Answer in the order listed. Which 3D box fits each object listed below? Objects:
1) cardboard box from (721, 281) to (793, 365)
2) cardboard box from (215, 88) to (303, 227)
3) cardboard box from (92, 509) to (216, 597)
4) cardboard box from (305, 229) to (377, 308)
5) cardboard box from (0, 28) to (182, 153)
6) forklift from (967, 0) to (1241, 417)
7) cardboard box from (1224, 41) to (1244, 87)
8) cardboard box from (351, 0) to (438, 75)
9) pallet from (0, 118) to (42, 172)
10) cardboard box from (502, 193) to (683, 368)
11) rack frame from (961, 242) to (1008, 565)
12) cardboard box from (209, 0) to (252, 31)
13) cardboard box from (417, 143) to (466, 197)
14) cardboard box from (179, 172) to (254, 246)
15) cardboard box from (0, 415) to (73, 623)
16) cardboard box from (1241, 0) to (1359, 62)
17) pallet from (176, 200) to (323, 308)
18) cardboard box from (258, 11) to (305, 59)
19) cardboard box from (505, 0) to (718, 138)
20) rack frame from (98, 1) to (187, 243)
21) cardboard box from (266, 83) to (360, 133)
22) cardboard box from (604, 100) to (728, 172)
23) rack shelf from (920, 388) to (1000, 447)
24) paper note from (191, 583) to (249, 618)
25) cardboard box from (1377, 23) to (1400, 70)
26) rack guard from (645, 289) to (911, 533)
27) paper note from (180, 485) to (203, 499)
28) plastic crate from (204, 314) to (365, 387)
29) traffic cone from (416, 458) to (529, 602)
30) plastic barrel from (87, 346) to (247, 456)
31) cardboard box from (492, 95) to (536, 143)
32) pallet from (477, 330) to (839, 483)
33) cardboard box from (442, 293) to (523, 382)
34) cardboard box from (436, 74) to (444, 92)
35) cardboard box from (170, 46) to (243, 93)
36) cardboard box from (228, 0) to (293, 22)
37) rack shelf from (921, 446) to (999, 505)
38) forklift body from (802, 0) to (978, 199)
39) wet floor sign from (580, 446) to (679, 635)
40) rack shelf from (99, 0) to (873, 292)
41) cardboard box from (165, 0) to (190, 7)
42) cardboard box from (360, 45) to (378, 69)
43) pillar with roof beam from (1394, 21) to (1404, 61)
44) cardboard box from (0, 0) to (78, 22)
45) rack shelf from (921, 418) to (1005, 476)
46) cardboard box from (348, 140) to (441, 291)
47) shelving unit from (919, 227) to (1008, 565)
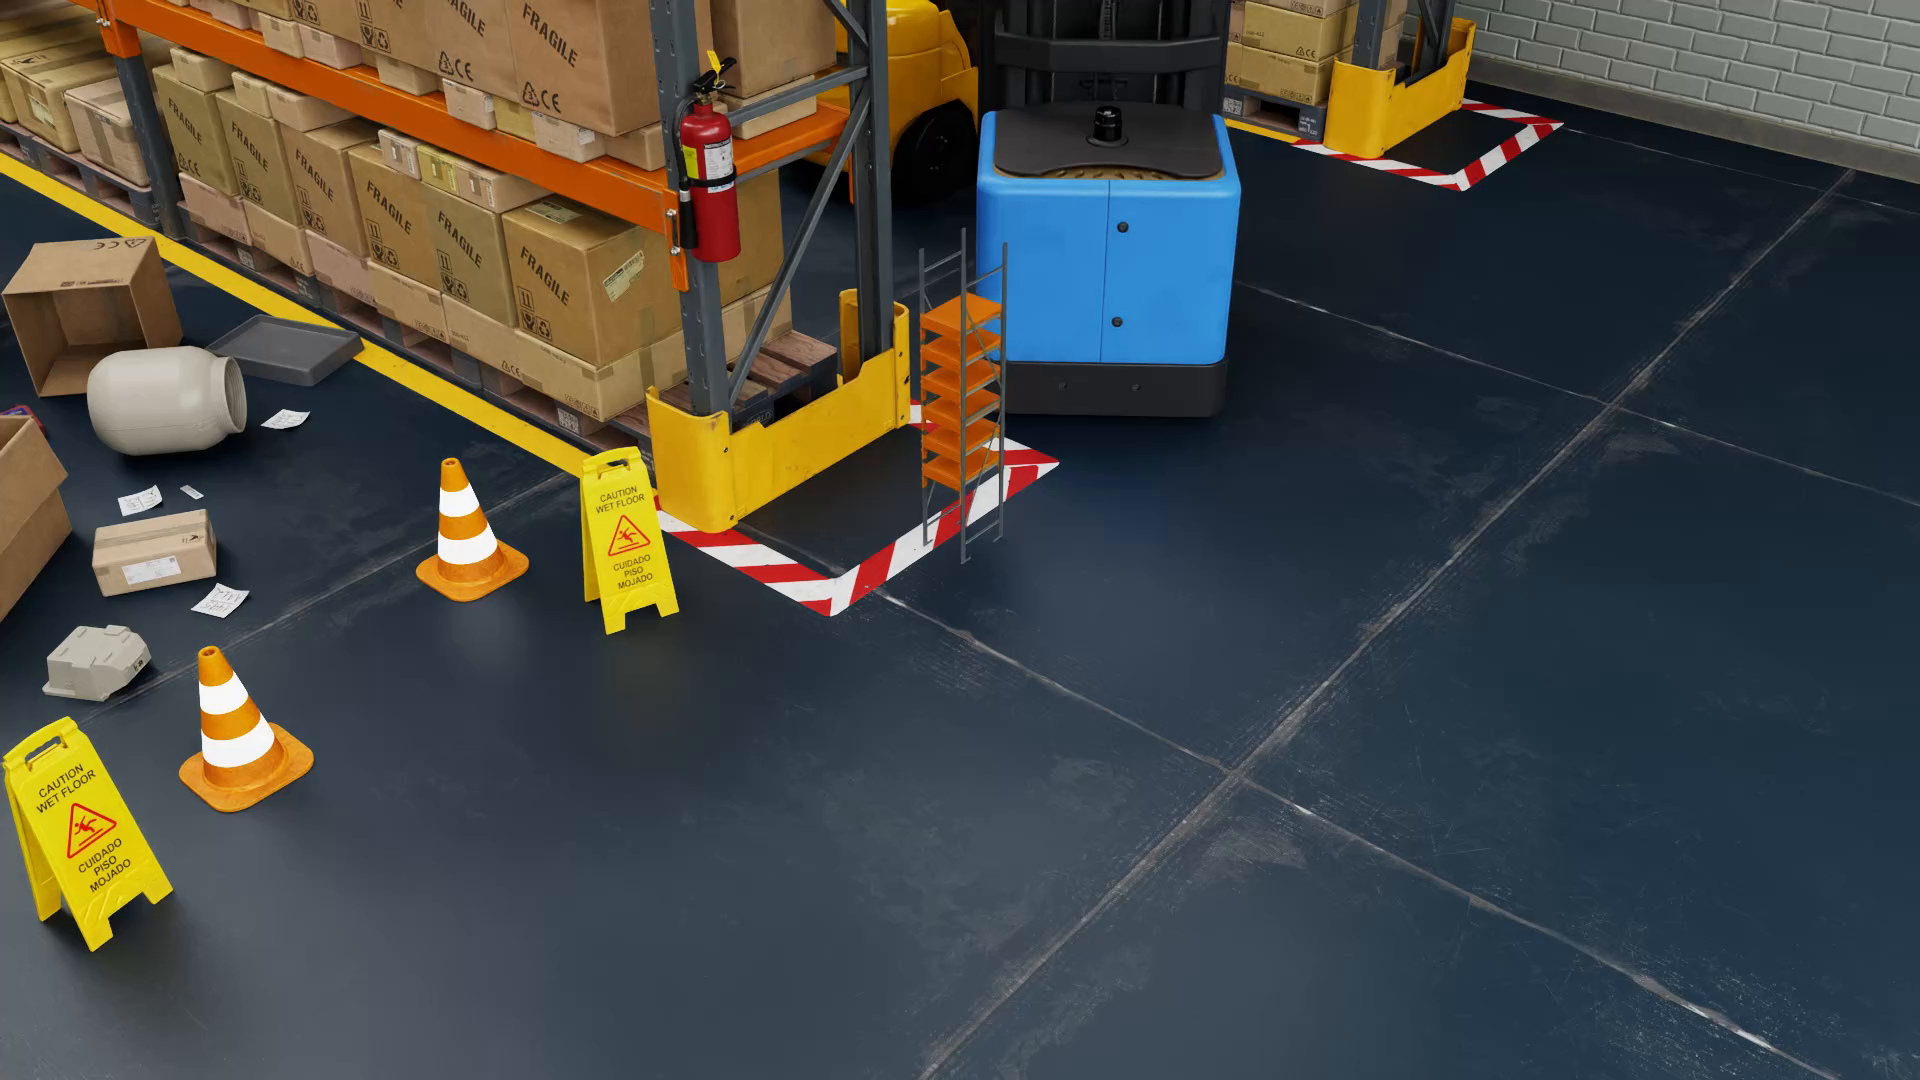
[{"bbox_3d":[-1.071,-0.987,7.096,0.500,0.250,0.500,25,42,31],"label":"cardboard box"},{"bbox_3d":[-3.003,-1.813,7.635,0.500,0.500,0.500,27,43,34],"label":"cardboard box"},{"bbox_3d":[-2.927,0.045,6.054,0.380,0.149,0.250,-12,36,-17],"label":"cardboard box"},{"bbox_3d":[-2.595,-1.313,7.570,0.500,0.250,0.500,25,41,31],"label":"cardboard box"},{"bbox_3d":[-4.662,-2.521,9.222,0.625,0.372,0.950,28,43,34],"label":"cardboard box"},{"bbox_3d":[0.631,-2.520,7.330,1.130,2.935,3.031,1,35,2],"label":"forklift"},{"bbox_3d":[1.606,-2.952,9.957,0.500,0.250,0.500,25,42,32],"label":"cardboard box"},{"bbox_3d":[-1.986,-2.142,6.368,0.500,0.500,0.500,25,42,32],"label":"cardboard box"},{"bbox_3d":[-5.243,-2.557,9.787,1.213,0.211,1.003,25,42,32],"label":"pallet"},{"bbox_3d":[-1.411,-1.060,6.540,0.500,0.500,0.500,26,42,32],"label":"cardboard box"},{"bbox_3d":[0.082,-0.456,5.854,0.006,1.200,0.240,25,42,32],"label":"rack frame"},{"bbox_3d":[-3.047,-2.370,7.273,0.250,0.149,0.380,27,43,33],"label":"cardboard box"},{"bbox_3d":[-1.927,-1.524,6.642,0.250,0.149,0.380,26,42,33],"label":"cardboard box"},{"bbox_3d":[-3.422,-1.692,8.122,0.500,0.250,0.500,23,41,30],"label":"cardboard box"},{"bbox_3d":[-3.598,-0.041,5.865,0.637,0.503,0.797,0,34,0],"label":"cardboard box"},{"bbox_3d":[1.971,-2.982,9.559,0.500,0.250,0.500,25,41,31],"label":"cardboard box"},{"bbox_3d":[-3.163,-1.606,8.403,1.213,0.211,1.003,25,42,32],"label":"pallet"},{"bbox_3d":[-2.688,-2.159,6.966,0.250,0.149,0.380,25,42,32],"label":"cardboard box"},{"bbox_3d":[-1.222,-1.775,5.835,0.500,0.500,0.500,24,41,31],"label":"cardboard box"},{"bbox_3d":[-3.702,-2.984,7.945,0.127,3.000,1.000,25,42,32],"label":"rack frame"},{"bbox_3d":[-2.759,-1.916,7.212,0.250,0.149,0.380,28,43,34],"label":"cardboard box"},{"bbox_3d":[-1.052,-1.474,5.968,0.250,0.149,0.380,27,43,33],"label":"cardboard box"},{"bbox_3d":[0.011,-0.453,5.928,0.180,0.103,0.258,25,42,32],"label":"rack shelf"},{"bbox_3d":[-2.628,0.213,5.913,0.142,0.019,0.148,12,36,16],"label":"paper note"},{"bbox_3d":[2.293,-2.998,10.024,0.500,0.250,0.500,25,42,32],"label":"cardboard box"},{"bbox_3d":[-0.687,-0.532,6.583,0.348,0.500,1.175,25,42,32],"label":"rack guard"},{"bbox_3d":[-3.010,-0.187,6.514,0.123,0.001,0.032,25,42,32],"label":"paper note"},{"bbox_3d":[-3.020,-0.855,7.424,0.583,0.080,0.402,12,36,16],"label":"plastic crate"},{"bbox_3d":[-1.784,-0.084,5.963,0.334,0.463,0.336,25,42,32],"label":"traffic cone"},{"bbox_3d":[-3.184,-0.562,6.695,0.512,0.421,0.421,-6,35,-8],"label":"plastic barrel"},{"bbox_3d":[-1.501,-1.619,6.180,0.250,0.149,0.380,24,41,31],"label":"cardboard box"},{"bbox_3d":[-1.288,-0.723,7.116,1.213,0.211,1.003,25,42,32],"label":"pallet"},{"bbox_3d":[-1.815,-0.941,7.029,0.500,0.250,0.500,25,42,32],"label":"cardboard box"},{"bbox_3d":[-1.826,-1.853,6.521,0.250,0.149,0.380,26,42,32],"label":"cardboard box"},{"bbox_3d":[-3.364,-2.197,7.622,0.250,0.149,0.380,26,42,32],"label":"cardboard box"},{"bbox_3d":[-2.764,-2.508,6.901,0.500,0.500,0.500,25,42,31],"label":"cardboard box"},{"bbox_3d":[0.011,-0.255,6.064,0.180,0.103,0.258,25,42,32],"label":"rack shelf"},{"bbox_3d":[-0.080,-3.239,9.067,1.214,2.155,2.313,25,42,32],"label":"forklift body"},{"bbox_3d":[-1.167,-0.030,5.724,0.267,0.644,0.232,-18,38,-25],"label":"wet floor sign"},{"bbox_3d":[-2.165,-1.963,7.094,4.000,0.370,1.077,25,42,32],"label":"rack shelf"},{"bbox_3d":[-3.438,-2.558,7.546,0.250,0.149,0.380,27,43,33],"label":"cardboard box"},{"bbox_3d":[-2.215,-2.036,6.787,0.250,0.149,0.380,25,42,32],"label":"cardboard box"},{"bbox_3d":[-0.168,-4.940,5.495,0.400,9.000,9.100,25,42,32],"label":"pillar with roof beam"},{"bbox_3d":[-5.776,-3.050,9.991,0.625,0.372,0.950,24,41,31],"label":"cardboard box"},{"bbox_3d":[0.011,-0.354,5.996,0.180,0.103,0.258,25,42,32],"label":"rack shelf"},{"bbox_3d":[-2.197,-1.434,7.084,0.500,0.500,0.500,24,41,31],"label":"cardboard box"},{"bbox_3d":[0.011,-0.489,5.902,0.189,1.200,0.258,25,42,32],"label":"shelving unit"}]
